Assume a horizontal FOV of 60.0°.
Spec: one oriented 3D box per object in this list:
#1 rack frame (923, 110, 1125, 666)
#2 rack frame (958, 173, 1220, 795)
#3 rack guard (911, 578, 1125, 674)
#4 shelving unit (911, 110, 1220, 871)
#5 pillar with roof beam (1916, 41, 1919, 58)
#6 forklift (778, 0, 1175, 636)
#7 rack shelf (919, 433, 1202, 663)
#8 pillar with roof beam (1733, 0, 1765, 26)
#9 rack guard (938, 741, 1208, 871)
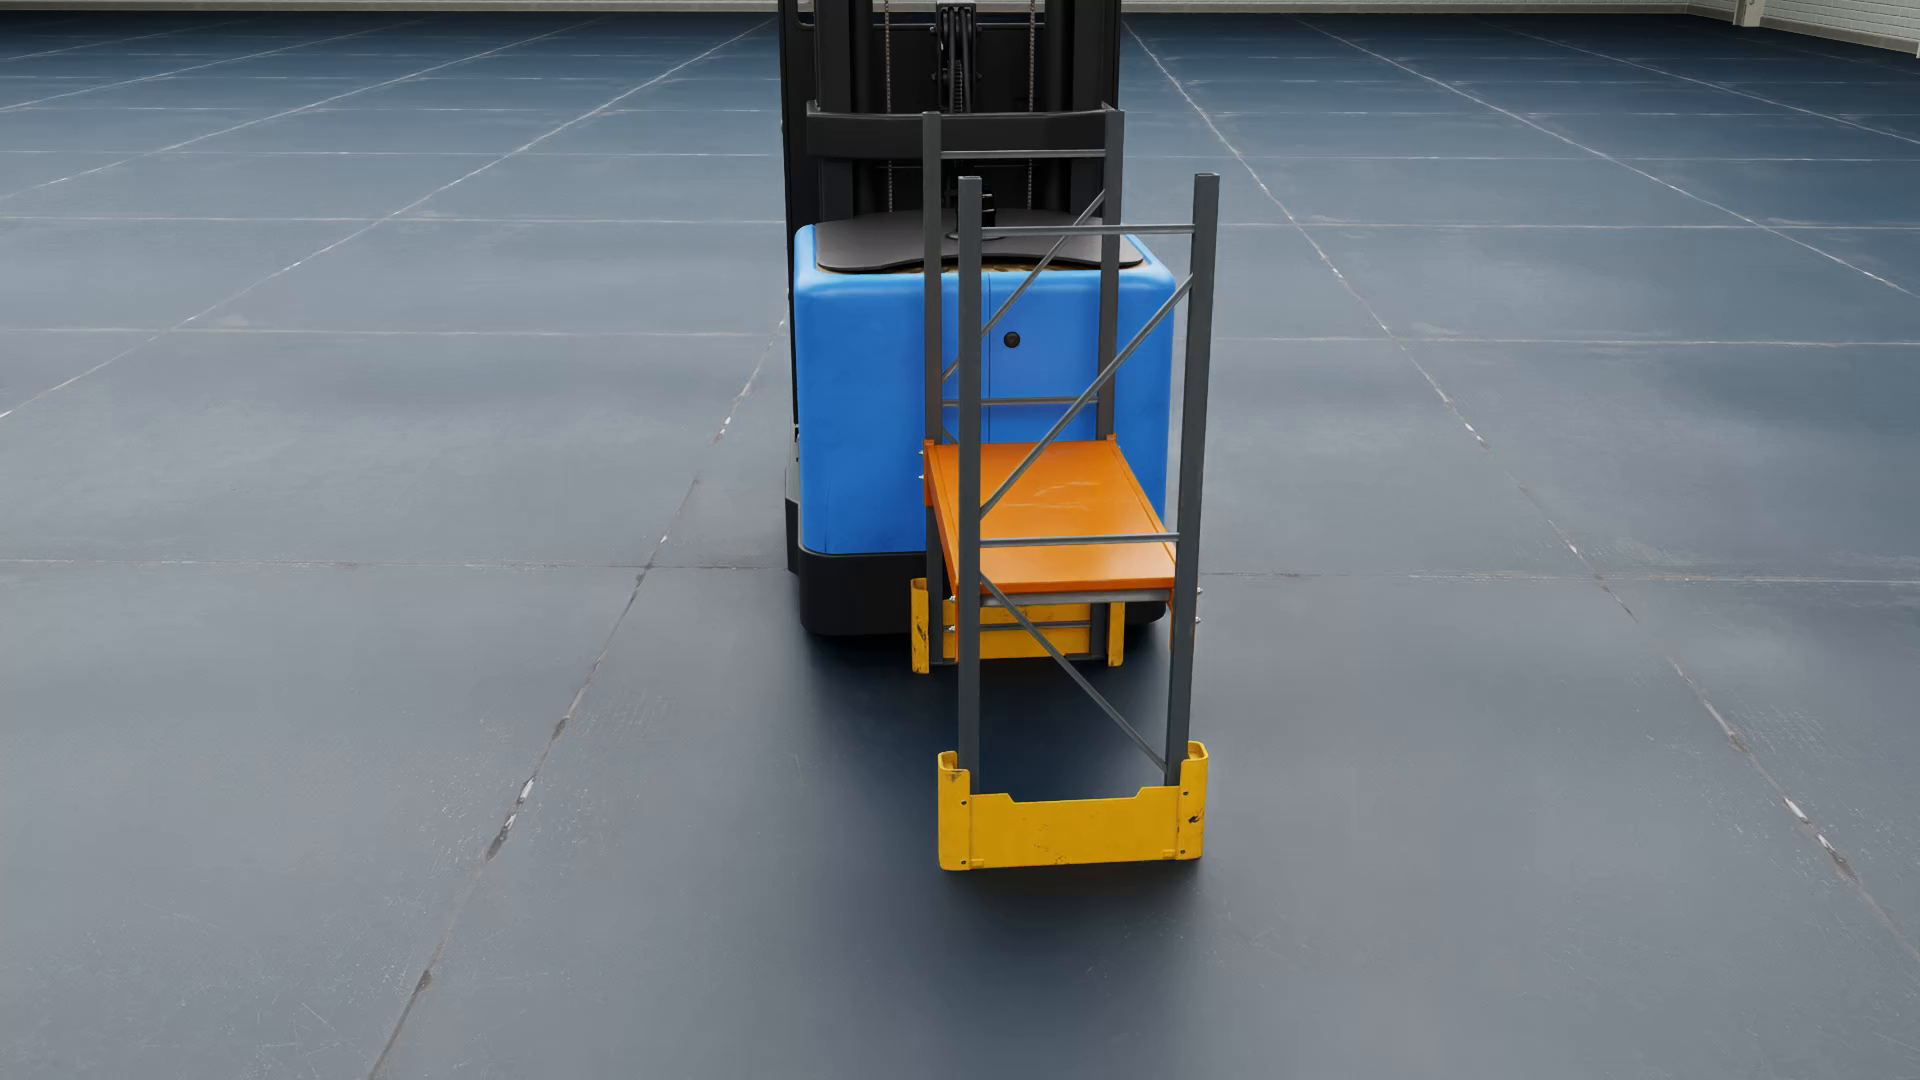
[{"bbox_3d":[0.158,-0.362,4.389,0.500,1.500,0.032,-2,21,-5],"label":"rack frame"},{"bbox_3d":[0.247,0.004,3.445,0.500,1.500,0.032,-2,21,-5],"label":"rack frame"},{"bbox_3d":[0.160,0.227,4.597,0.587,0.250,0.087,-2,21,-5],"label":"rack guard"},{"bbox_3d":[0.203,-0.176,3.908,0.587,1.500,1.083,-2,21,-5],"label":"shelving unit"},{"bbox_3d":[8.430,-10.518,20.197,9.100,9.000,0.400,1,21,2],"label":"pillar with roof beam"},{"bbox_3d":[-0.056,-1.591,5.577,1.130,2.935,3.031,-2,21,-5],"label":"forklift"},{"bbox_3d":[0.203,-0.011,3.982,0.538,0.185,1.000,-2,21,-5],"label":"rack shelf"},{"bbox_3d":[8.613,-12.688,25.788,9.100,9.000,0.400,1,21,2],"label":"pillar with roof beam"},{"bbox_3d":[0.247,0.586,3.672,0.587,0.250,0.087,-2,21,-5],"label":"rack guard"}]
